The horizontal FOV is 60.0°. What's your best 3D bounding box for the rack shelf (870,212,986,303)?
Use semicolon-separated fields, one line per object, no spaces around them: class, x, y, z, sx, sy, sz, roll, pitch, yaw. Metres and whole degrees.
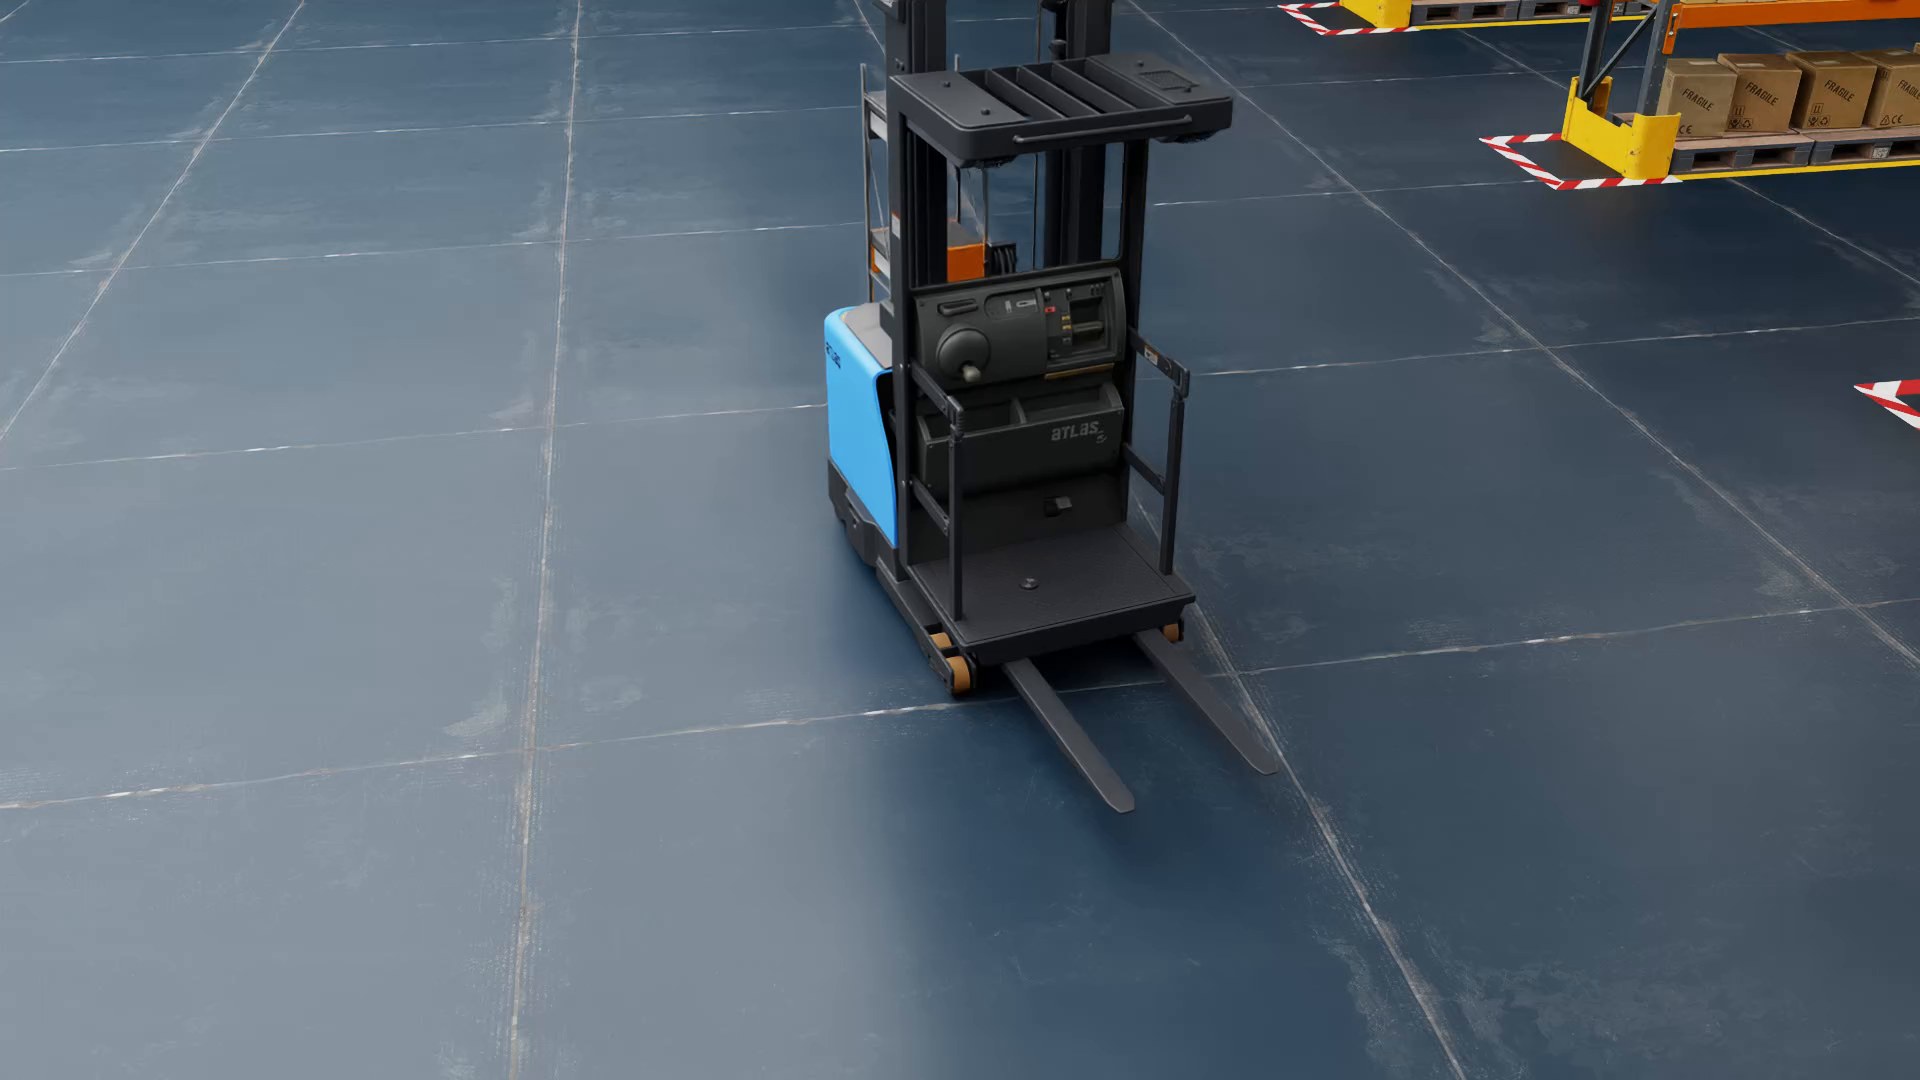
rack shelf;-0.172;-1.330;8.467;0.480;0.518;0.431;-11;32;-19

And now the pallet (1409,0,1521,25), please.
pallet;5.225;-5.785;17.881;1.213;0.211;1.003;-5;31;-9

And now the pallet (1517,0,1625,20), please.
pallet;6.423;-5.895;18.067;1.213;0.211;1.003;-5;31;-9

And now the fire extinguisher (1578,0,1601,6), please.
fire extinguisher;5.055;-4.602;13.193;0.183;0.674;0.296;-5;31;-9

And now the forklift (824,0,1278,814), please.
forklift;0.344;-0.843;6.793;1.130;2.935;3.031;-11;32;-19

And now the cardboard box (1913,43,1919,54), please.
cardboard box;8.223;-3.812;13.825;0.500;0.500;0.500;4;31;7

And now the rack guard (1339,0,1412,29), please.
rack guard;4.425;-5.838;17.686;0.348;0.500;1.175;-5;31;-9

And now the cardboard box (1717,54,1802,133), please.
cardboard box;6.450;-3.640;13.532;0.500;0.500;0.500;2;31;4

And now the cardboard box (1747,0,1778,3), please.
cardboard box;6.072;-4.243;12.755;0.250;0.149;0.380;-5;31;-9

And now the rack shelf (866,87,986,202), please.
rack shelf;-0.172;-1.933;8.112;0.480;0.518;0.431;-11;32;-19

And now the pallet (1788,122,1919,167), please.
pallet;7.329;-3.387;13.802;1.213;0.211;1.003;-5;31;-9

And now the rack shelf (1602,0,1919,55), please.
rack shelf;7.218;-4.288;13.294;4.000;0.370;1.077;-5;31;-9

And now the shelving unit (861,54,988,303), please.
shelving unit;-0.172;-1.342;8.460;0.503;2.100;0.431;-11;32;-19

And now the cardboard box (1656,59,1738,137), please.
cardboard box;5.868;-3.568;13.411;0.500;0.500;0.500;0;30;0

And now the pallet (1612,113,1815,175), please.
pallet;6.131;-3.277;13.615;1.213;0.211;1.003;-5;31;-9

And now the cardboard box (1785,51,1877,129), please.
cardboard box;7.069;-3.687;13.614;0.500;0.500;0.500;-3;31;-4

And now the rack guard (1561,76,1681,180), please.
rack guard;5.326;-3.345;13.446;0.348;0.500;1.175;-5;31;-9

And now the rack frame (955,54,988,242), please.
rack frame;0.055;-1.387;8.537;0.015;2.100;0.400;-11;32;-19

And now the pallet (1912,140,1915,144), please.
pallet;8.531;-3.500;13.994;1.213;0.211;1.003;-5;31;-9

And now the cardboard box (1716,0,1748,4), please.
cardboard box;5.824;-4.228;12.729;0.250;0.149;0.380;-5;31;-9

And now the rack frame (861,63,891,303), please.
rack frame;-0.399;-1.296;8.383;0.015;2.100;0.400;-11;32;-19

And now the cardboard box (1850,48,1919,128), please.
cardboard box;7.626;-3.716;13.662;0.500;0.500;0.500;-8;31;-13

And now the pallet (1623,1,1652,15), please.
pallet;7.625;-6.008;18.259;1.213;0.211;1.003;-5;31;-9

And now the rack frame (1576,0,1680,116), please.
rack frame;5.251;-4.416;12.801;0.127;3.000;1.000;-5;31;-9

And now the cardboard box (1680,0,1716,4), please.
cardboard box;5.574;-4.215;12.706;0.250;0.149;0.380;-5;31;-9
